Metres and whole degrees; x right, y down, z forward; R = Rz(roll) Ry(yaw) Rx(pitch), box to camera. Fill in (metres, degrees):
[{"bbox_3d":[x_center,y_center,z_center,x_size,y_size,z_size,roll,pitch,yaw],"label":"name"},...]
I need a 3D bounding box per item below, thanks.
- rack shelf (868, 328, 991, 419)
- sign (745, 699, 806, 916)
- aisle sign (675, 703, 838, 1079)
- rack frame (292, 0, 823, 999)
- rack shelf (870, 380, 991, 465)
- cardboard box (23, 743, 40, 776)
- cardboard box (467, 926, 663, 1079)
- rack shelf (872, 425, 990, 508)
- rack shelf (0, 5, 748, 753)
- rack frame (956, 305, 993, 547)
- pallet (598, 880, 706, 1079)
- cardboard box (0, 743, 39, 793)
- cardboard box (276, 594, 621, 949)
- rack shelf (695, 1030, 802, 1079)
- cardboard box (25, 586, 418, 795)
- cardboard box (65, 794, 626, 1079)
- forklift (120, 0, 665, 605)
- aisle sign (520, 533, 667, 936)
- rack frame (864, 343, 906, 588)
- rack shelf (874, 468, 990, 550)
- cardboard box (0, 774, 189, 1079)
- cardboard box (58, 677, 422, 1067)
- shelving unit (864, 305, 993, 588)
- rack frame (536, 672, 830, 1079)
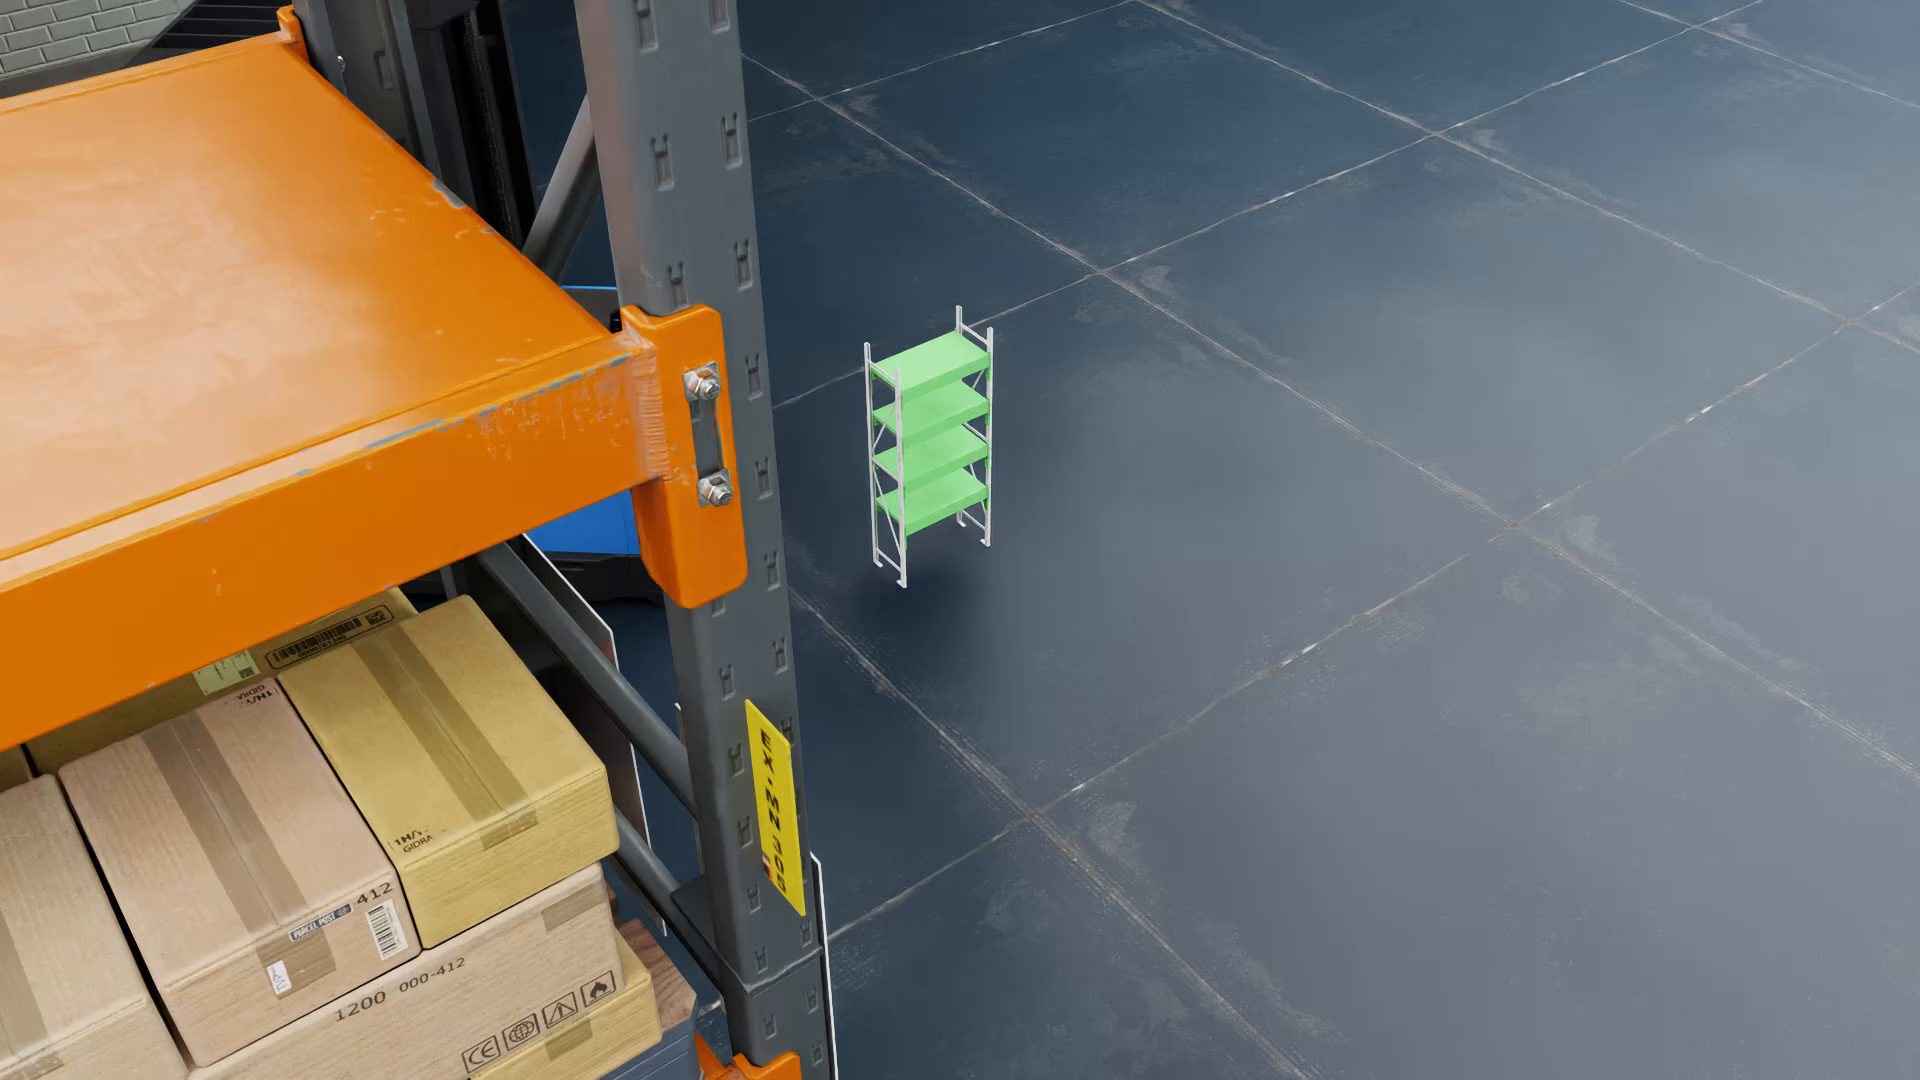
[{"bbox_3d":[-0.131,-0.722,7.161,0.480,0.148,0.258,-26,46,-28],"label":"rack shelf"},{"bbox_3d":[-0.234,0.342,2.101,0.005,0.325,0.100,-26,46,-28],"label":"sign"},{"bbox_3d":[-0.315,0.653,2.672,0.004,0.787,0.394,-26,46,-28],"label":"aisle sign"},{"bbox_3d":[-0.554,-0.784,1.745,0.127,3.000,1.000,-26,46,-28],"label":"rack frame"},{"bbox_3d":[-0.131,-0.536,7.313,0.480,0.148,0.258,-26,46,-28],"label":"rack shelf"},{"bbox_3d":[-1.421,0.438,2.407,0.250,0.149,0.380,-26,46,-28],"label":"cardboard box"},{"bbox_3d":[-0.611,0.570,2.246,0.250,0.149,0.380,-26,46,-28],"label":"cardboard box"},{"bbox_3d":[-0.131,-0.351,7.466,0.480,0.148,0.258,-26,46,-28],"label":"rack shelf"},{"bbox_3d":[-2.139,0.421,1.157,4.000,0.370,1.077,-26,46,-28],"label":"rack shelf"},{"bbox_3d":[0.062,-0.494,7.540,0.015,1.200,0.240,-26,46,-28],"label":"rack frame"},{"bbox_3d":[-1.135,0.702,2.368,1.213,0.211,1.003,-26,46,-28],"label":"pallet"},{"bbox_3d":[-1.494,0.372,2.174,0.500,0.250,0.500,-27,46,-29],"label":"cardboard box"},{"bbox_3d":[-0.614,0.264,1.991,0.250,0.149,0.380,-26,46,-28],"label":"cardboard box"},{"bbox_3d":[-2.139,1.426,1.982,4.000,0.370,1.077,-26,46,-28],"label":"rack shelf"},{"bbox_3d":[-1.093,0.175,2.414,0.500,0.250,0.500,-26,46,-28],"label":"cardboard box"},{"bbox_3d":[-0.771,0.447,2.082,0.500,0.250,0.500,-25,46,-28],"label":"cardboard box"},{"bbox_3d":[-2.566,-1.195,7.029,3.031,2.935,1.130,2,39,3],"label":"forklift"},{"bbox_3d":[-0.680,0.352,3.040,0.004,0.787,0.394,-26,46,-28],"label":"aisle sign"},{"bbox_3d":[-0.325,-0.306,7.310,0.015,1.200,0.240,-26,46,-28],"label":"rack frame"},{"bbox_3d":[-0.131,-0.165,7.618,0.480,0.148,0.258,-26,46,-28],"label":"rack shelf"},{"bbox_3d":[-1.016,0.459,1.754,0.250,0.149,0.380,-25,46,-27],"label":"cardboard box"},{"bbox_3d":[-0.813,0.360,1.874,0.250,0.149,0.380,-26,46,-28],"label":"cardboard box"},{"bbox_3d":[-0.131,-0.400,7.425,0.503,1.200,0.258,-26,46,-28],"label":"shelving unit"},{"bbox_3d":[-0.554,1.535,3.647,0.127,3.000,1.000,-26,46,-28],"label":"rack frame"}]
